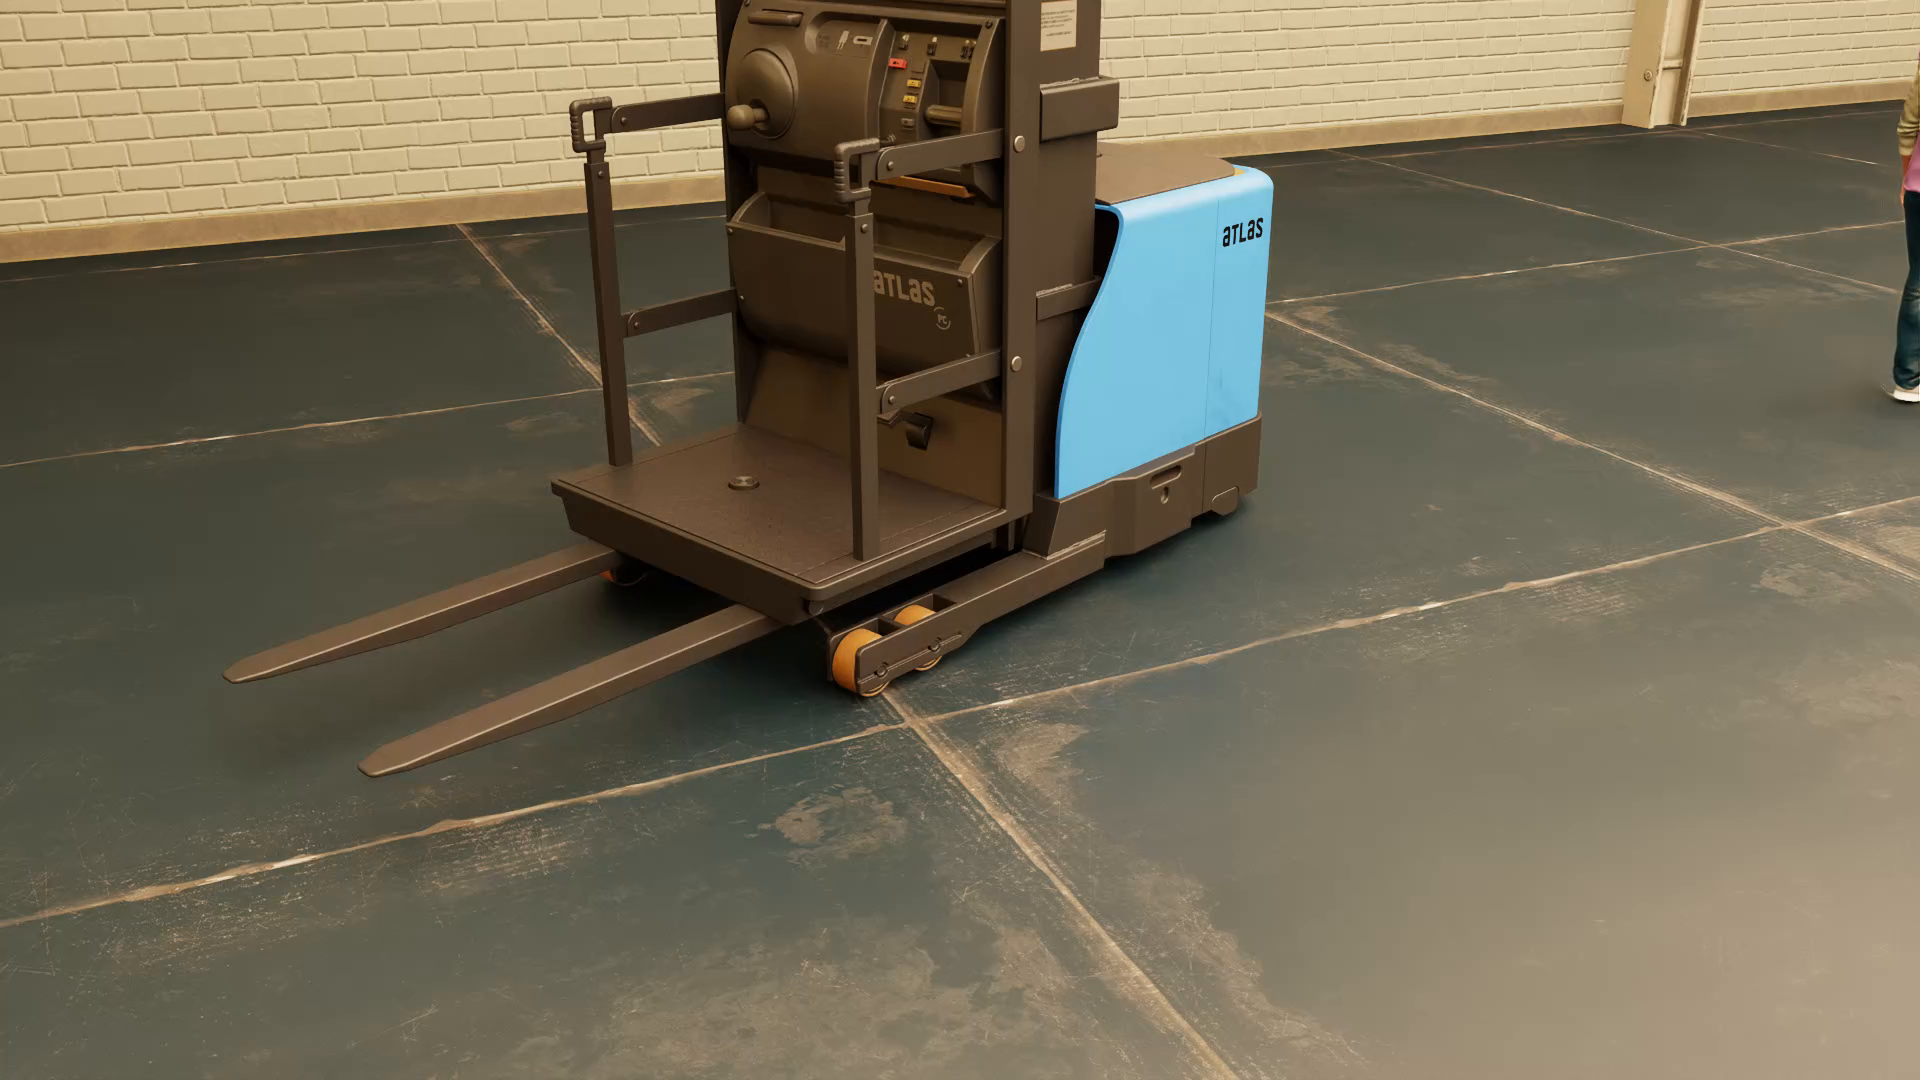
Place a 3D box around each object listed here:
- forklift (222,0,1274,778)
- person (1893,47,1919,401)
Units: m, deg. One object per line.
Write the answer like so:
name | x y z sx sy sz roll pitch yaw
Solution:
forklift | -0.413 -1.182 4.131 1.130 2.935 3.031 19 29 39
person | 3.697 -1.275 6.075 0.475 1.597 0.520 -10 24 -22
